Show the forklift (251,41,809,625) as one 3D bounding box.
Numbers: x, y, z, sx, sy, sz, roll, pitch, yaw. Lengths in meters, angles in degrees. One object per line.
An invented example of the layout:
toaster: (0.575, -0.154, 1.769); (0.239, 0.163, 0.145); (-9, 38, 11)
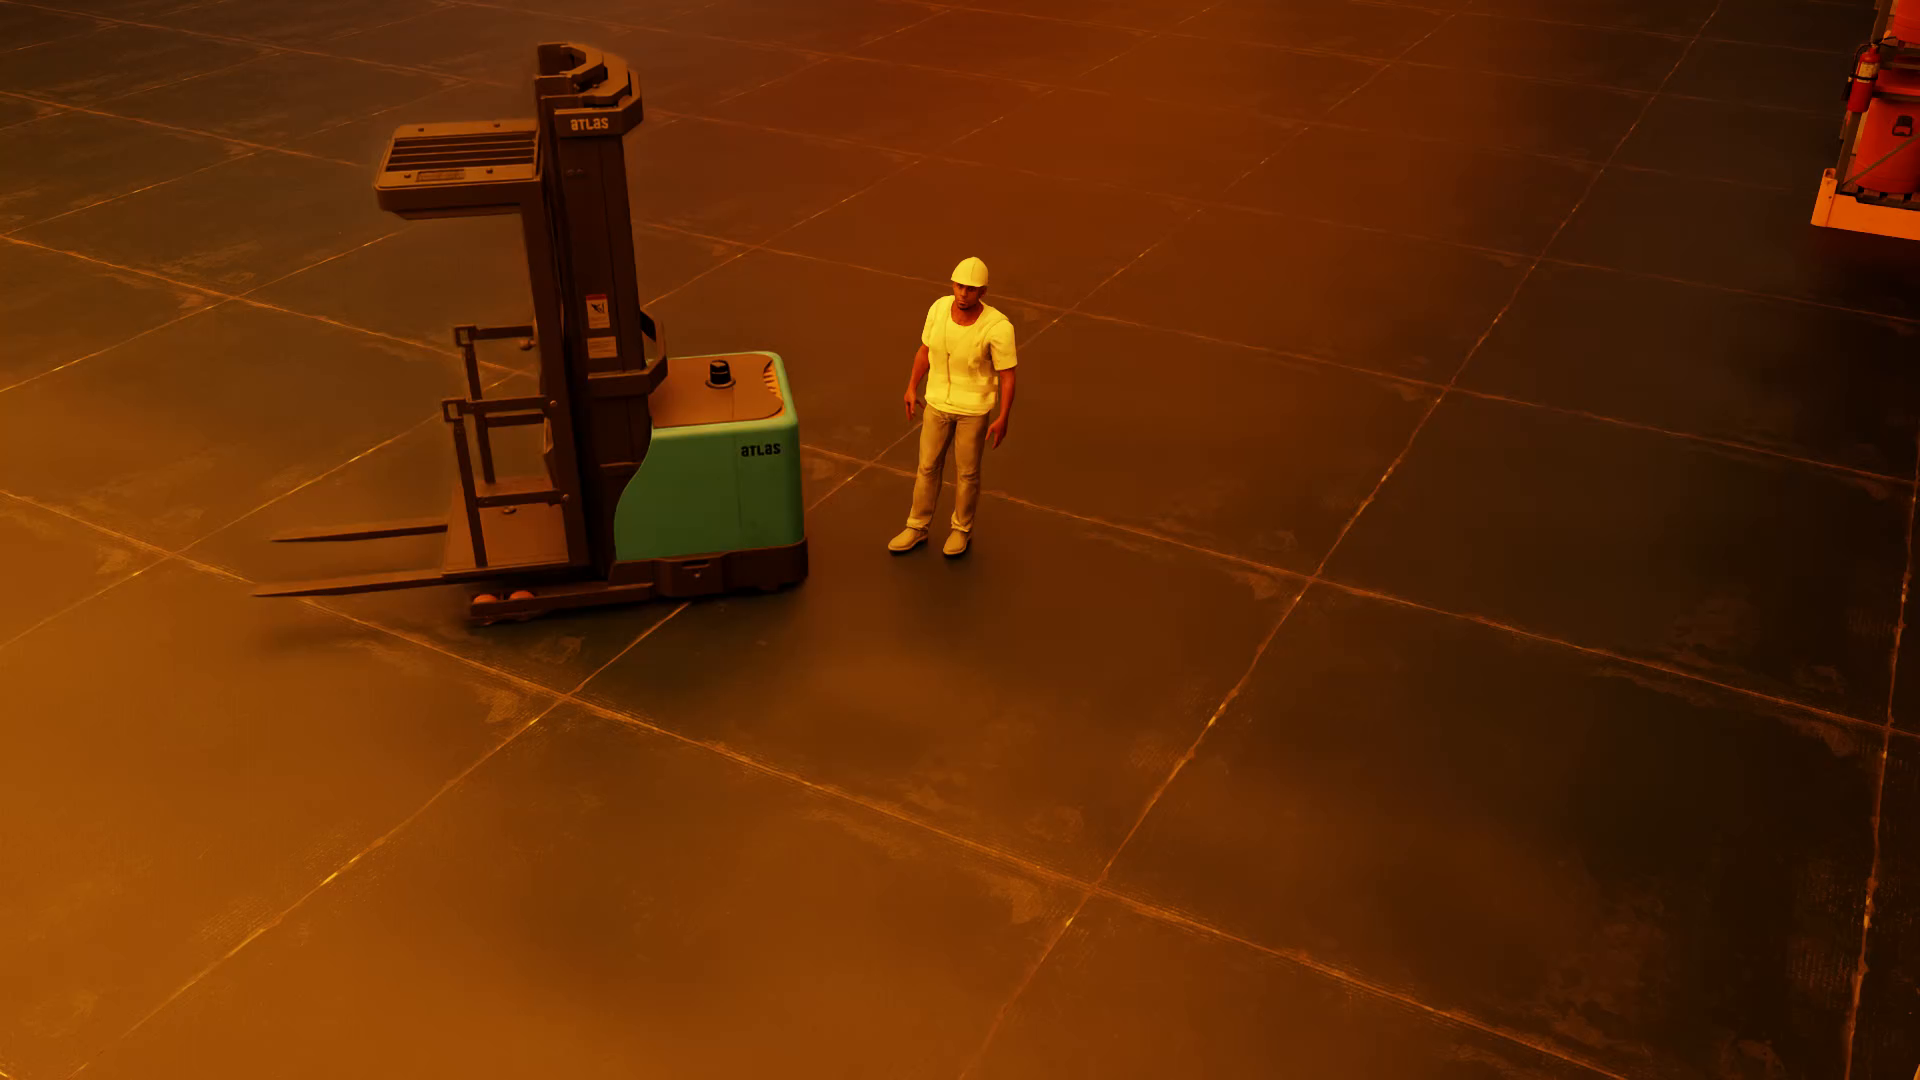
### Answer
forklift: (-2.436, -1.088, 8.955); (3.031, 2.935, 1.130); (-6, 30, -10)

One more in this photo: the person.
person: (-0.039, -0.743, 9.508); (0.665, 1.765, 0.577); (15, 33, 25)
